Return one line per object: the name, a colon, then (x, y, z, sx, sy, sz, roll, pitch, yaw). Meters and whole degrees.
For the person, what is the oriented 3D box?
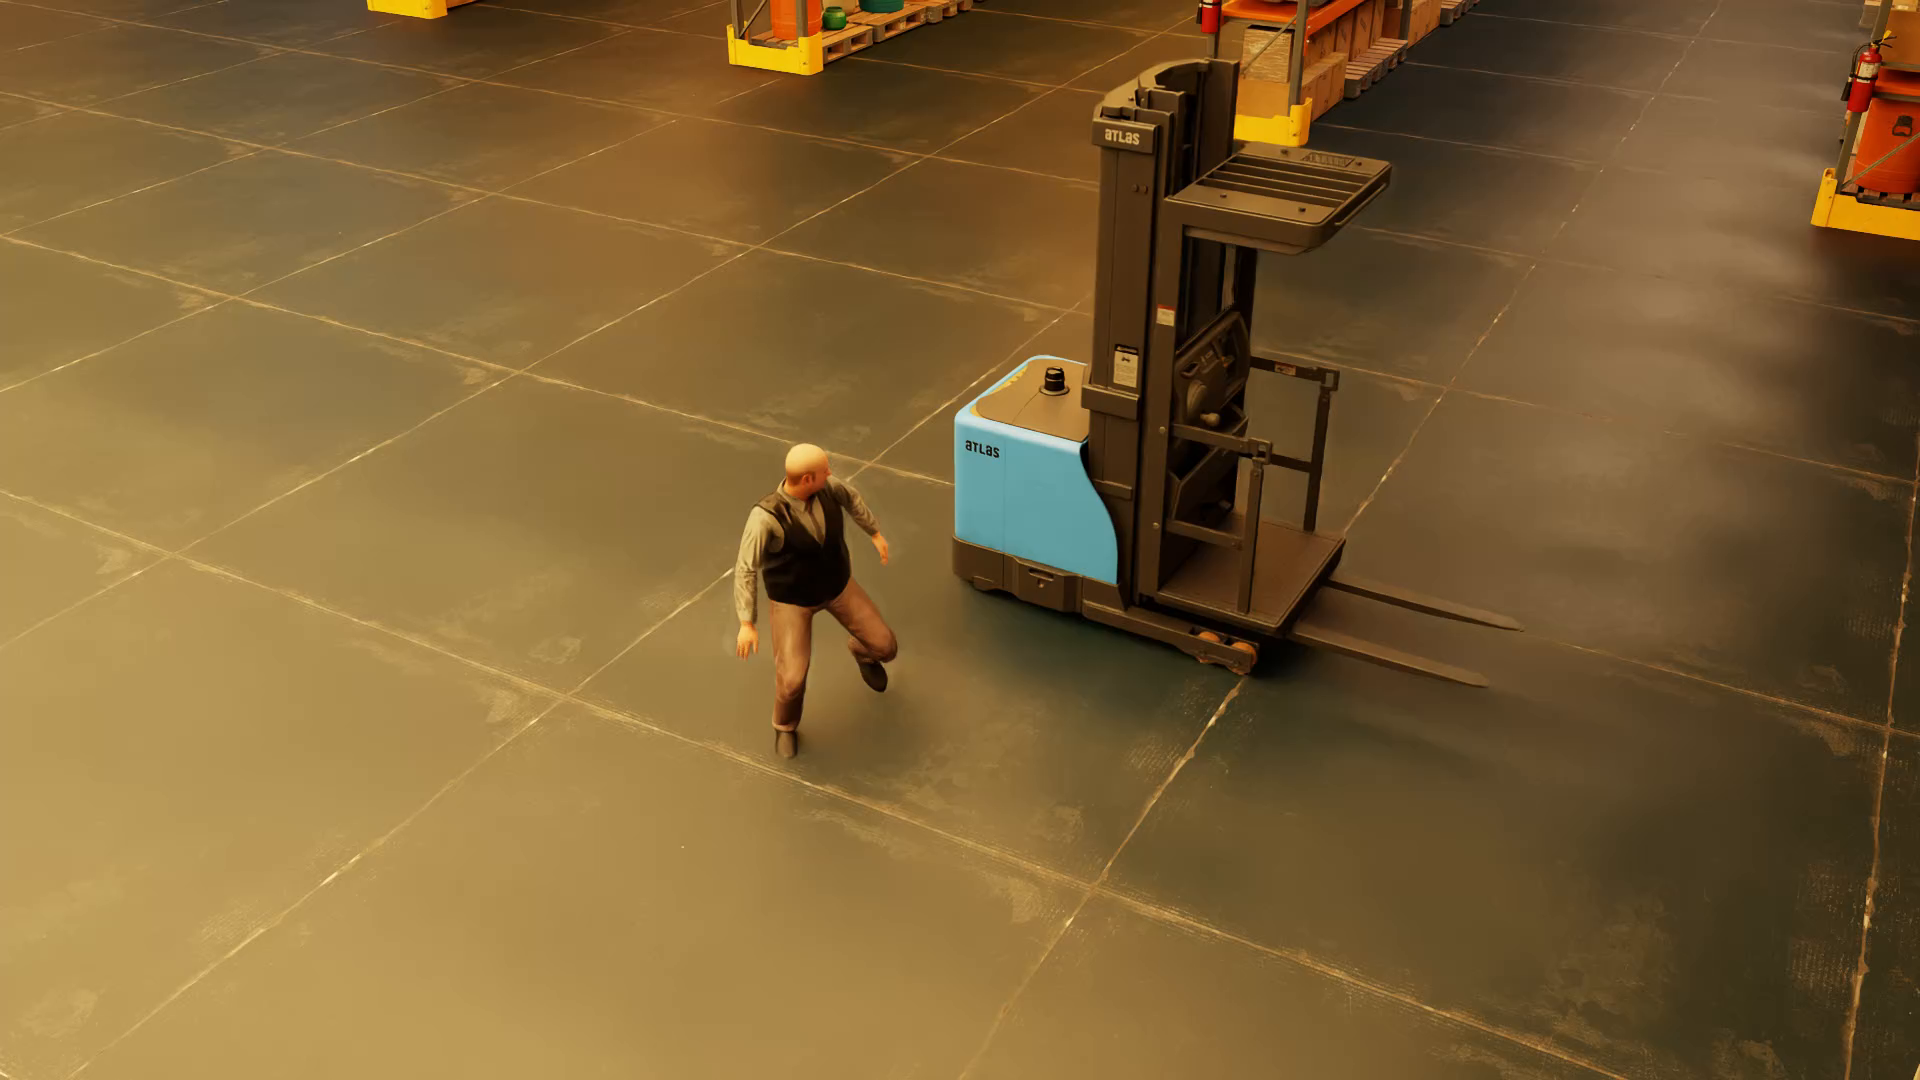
person: (-0.701, 0.258, 7.999, 0.959, 1.607, 0.515, -17, 34, -27)

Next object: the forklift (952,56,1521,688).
forklift: (1.489, -0.866, 8.571, 3.031, 2.935, 1.130, 16, 34, 26)
